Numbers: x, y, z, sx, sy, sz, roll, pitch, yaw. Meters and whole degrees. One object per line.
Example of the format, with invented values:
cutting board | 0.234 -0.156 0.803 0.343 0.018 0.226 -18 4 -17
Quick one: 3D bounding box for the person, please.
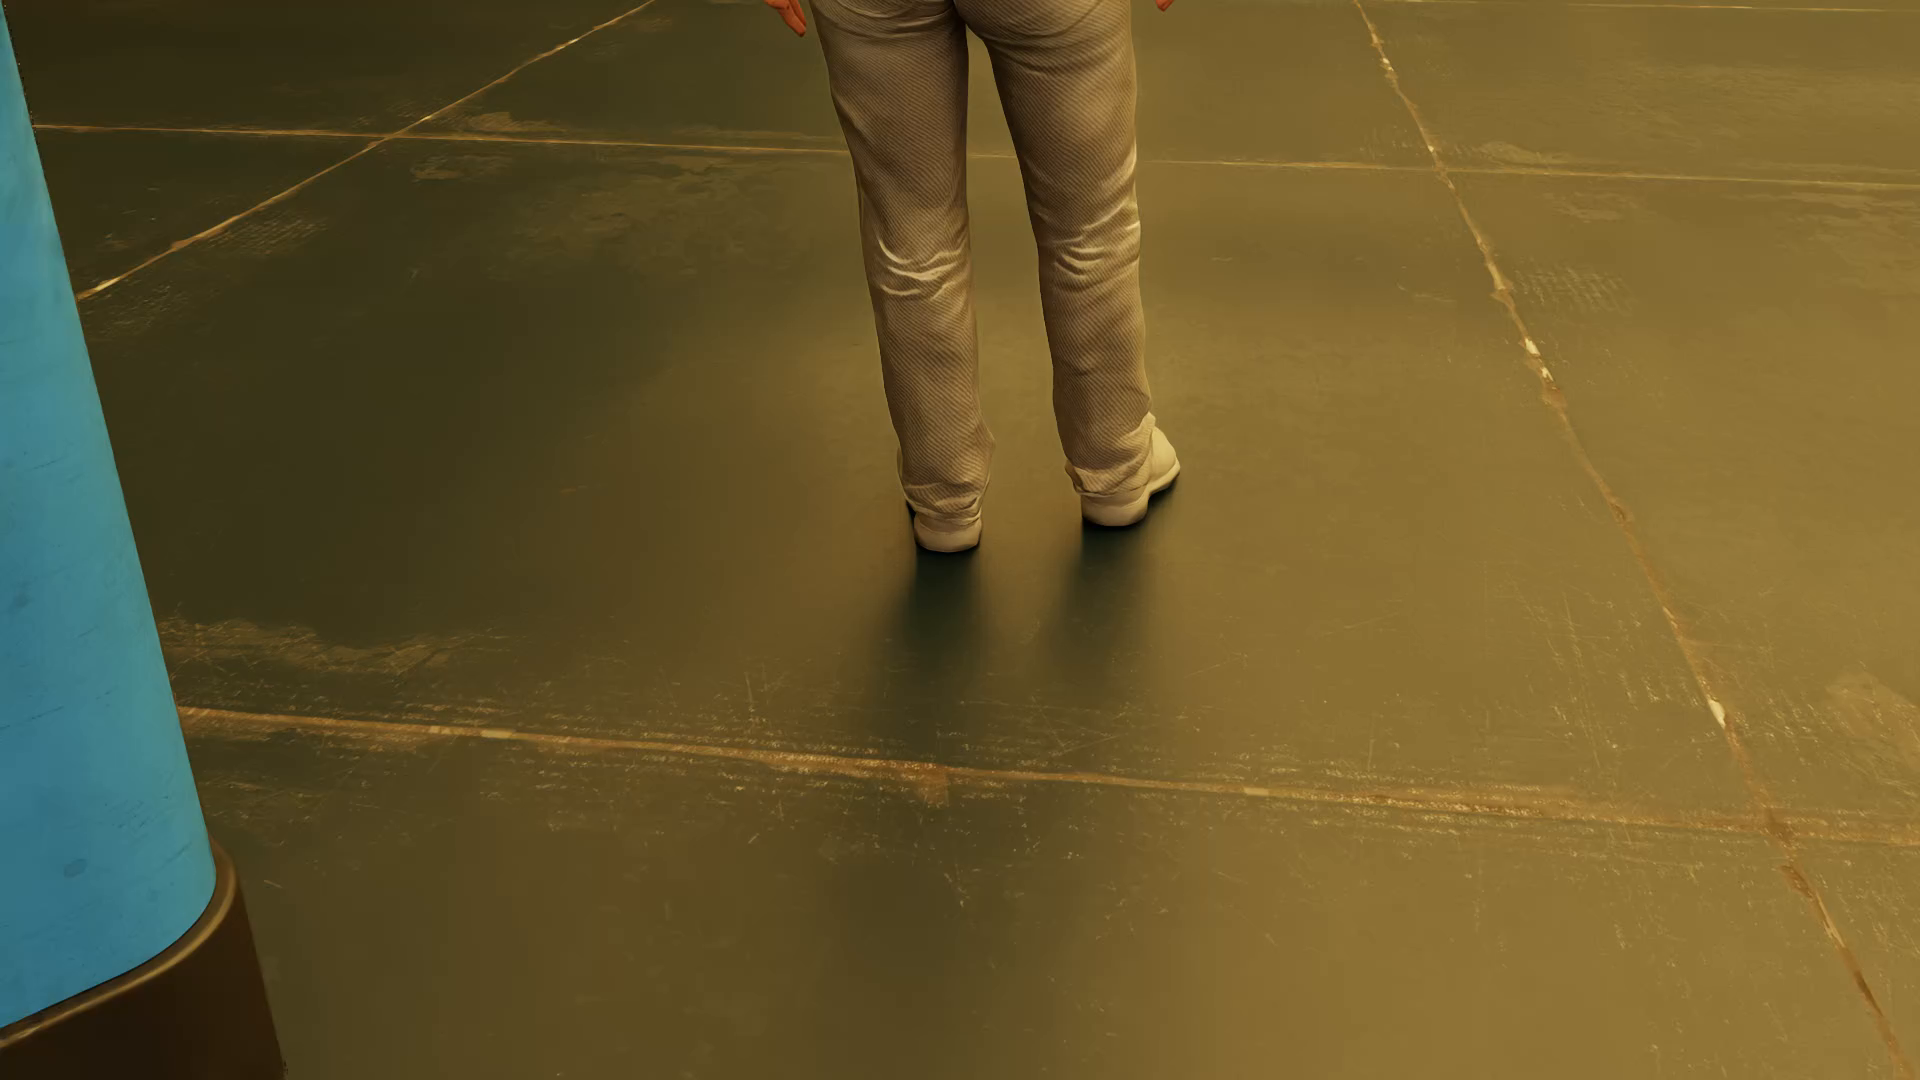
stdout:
person | 0.015 -0.828 2.156 0.634 1.775 0.566 3 27 7
